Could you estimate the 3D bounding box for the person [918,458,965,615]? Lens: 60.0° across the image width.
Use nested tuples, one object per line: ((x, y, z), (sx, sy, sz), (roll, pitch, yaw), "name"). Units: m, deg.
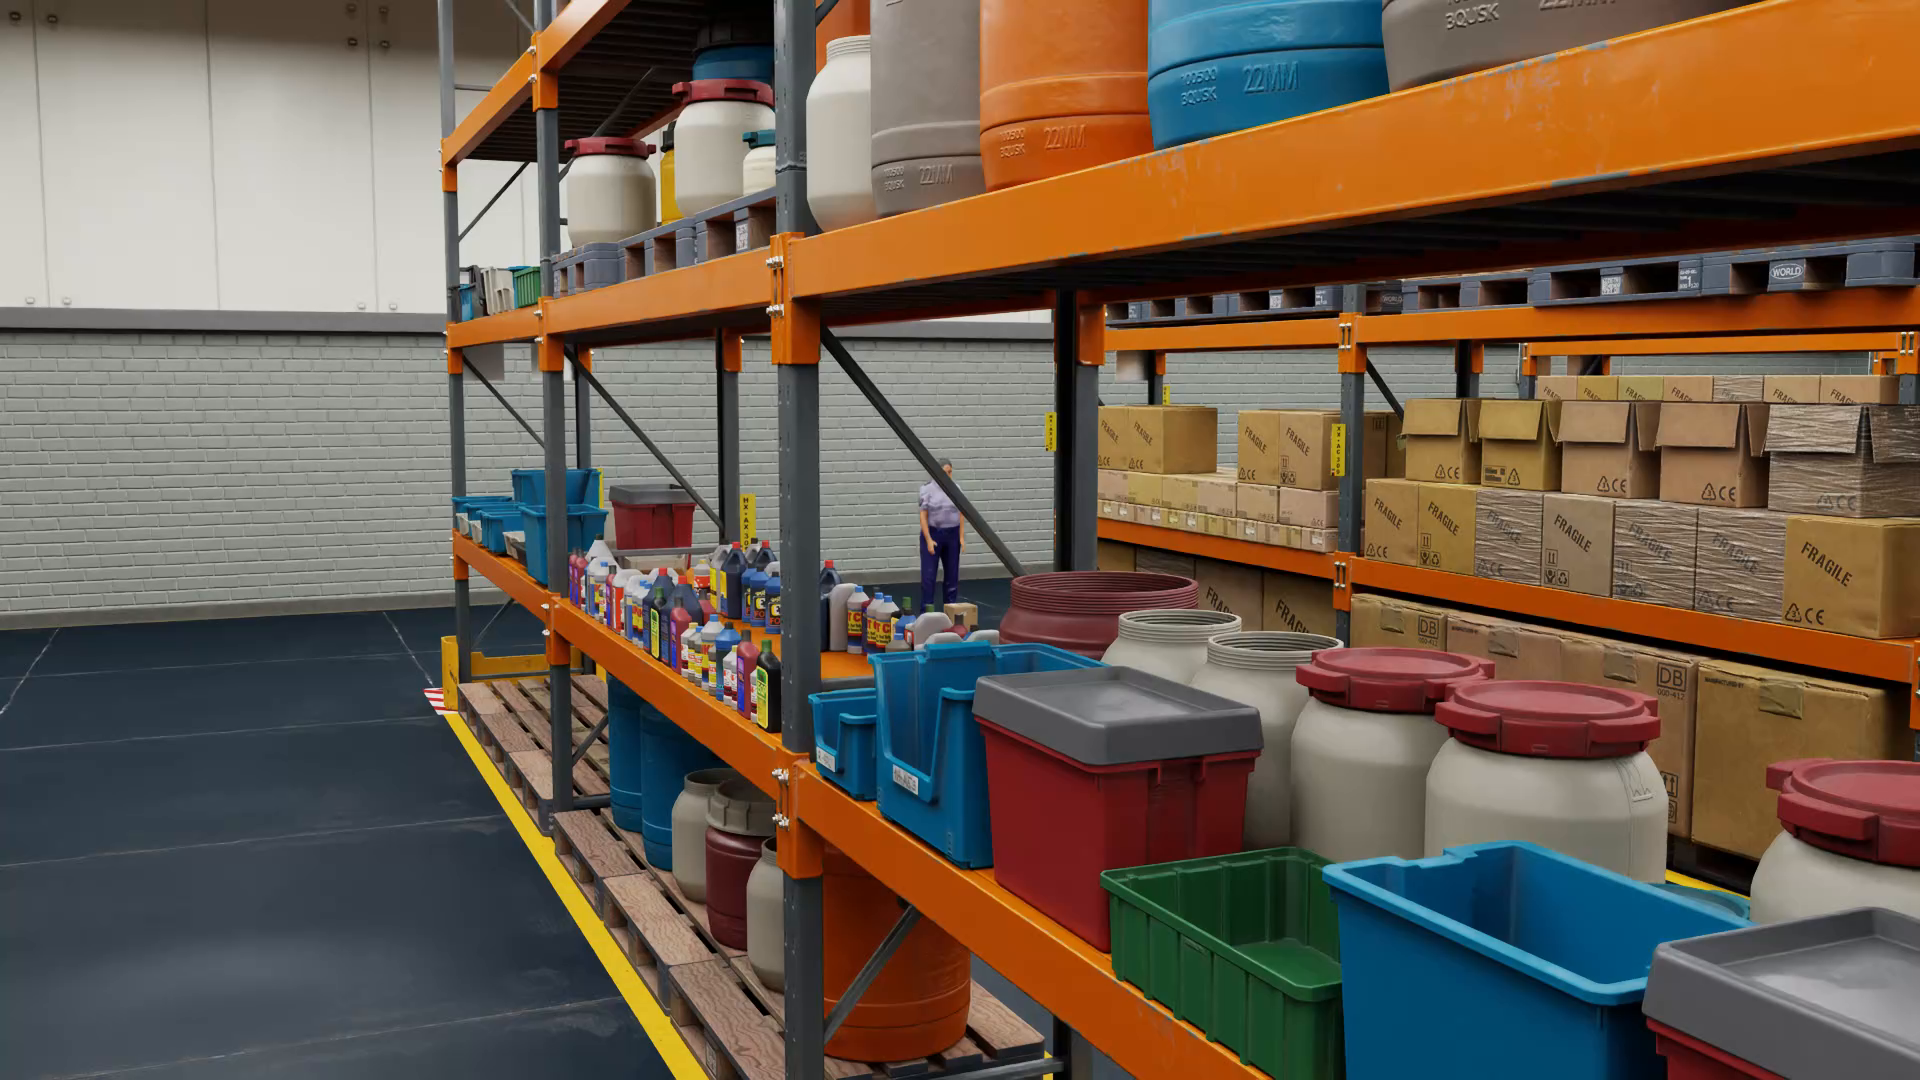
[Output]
((-0.194, 0.028, 16.361), (0.526, 1.676, 0.411), (-2, 6, -24), "person")
